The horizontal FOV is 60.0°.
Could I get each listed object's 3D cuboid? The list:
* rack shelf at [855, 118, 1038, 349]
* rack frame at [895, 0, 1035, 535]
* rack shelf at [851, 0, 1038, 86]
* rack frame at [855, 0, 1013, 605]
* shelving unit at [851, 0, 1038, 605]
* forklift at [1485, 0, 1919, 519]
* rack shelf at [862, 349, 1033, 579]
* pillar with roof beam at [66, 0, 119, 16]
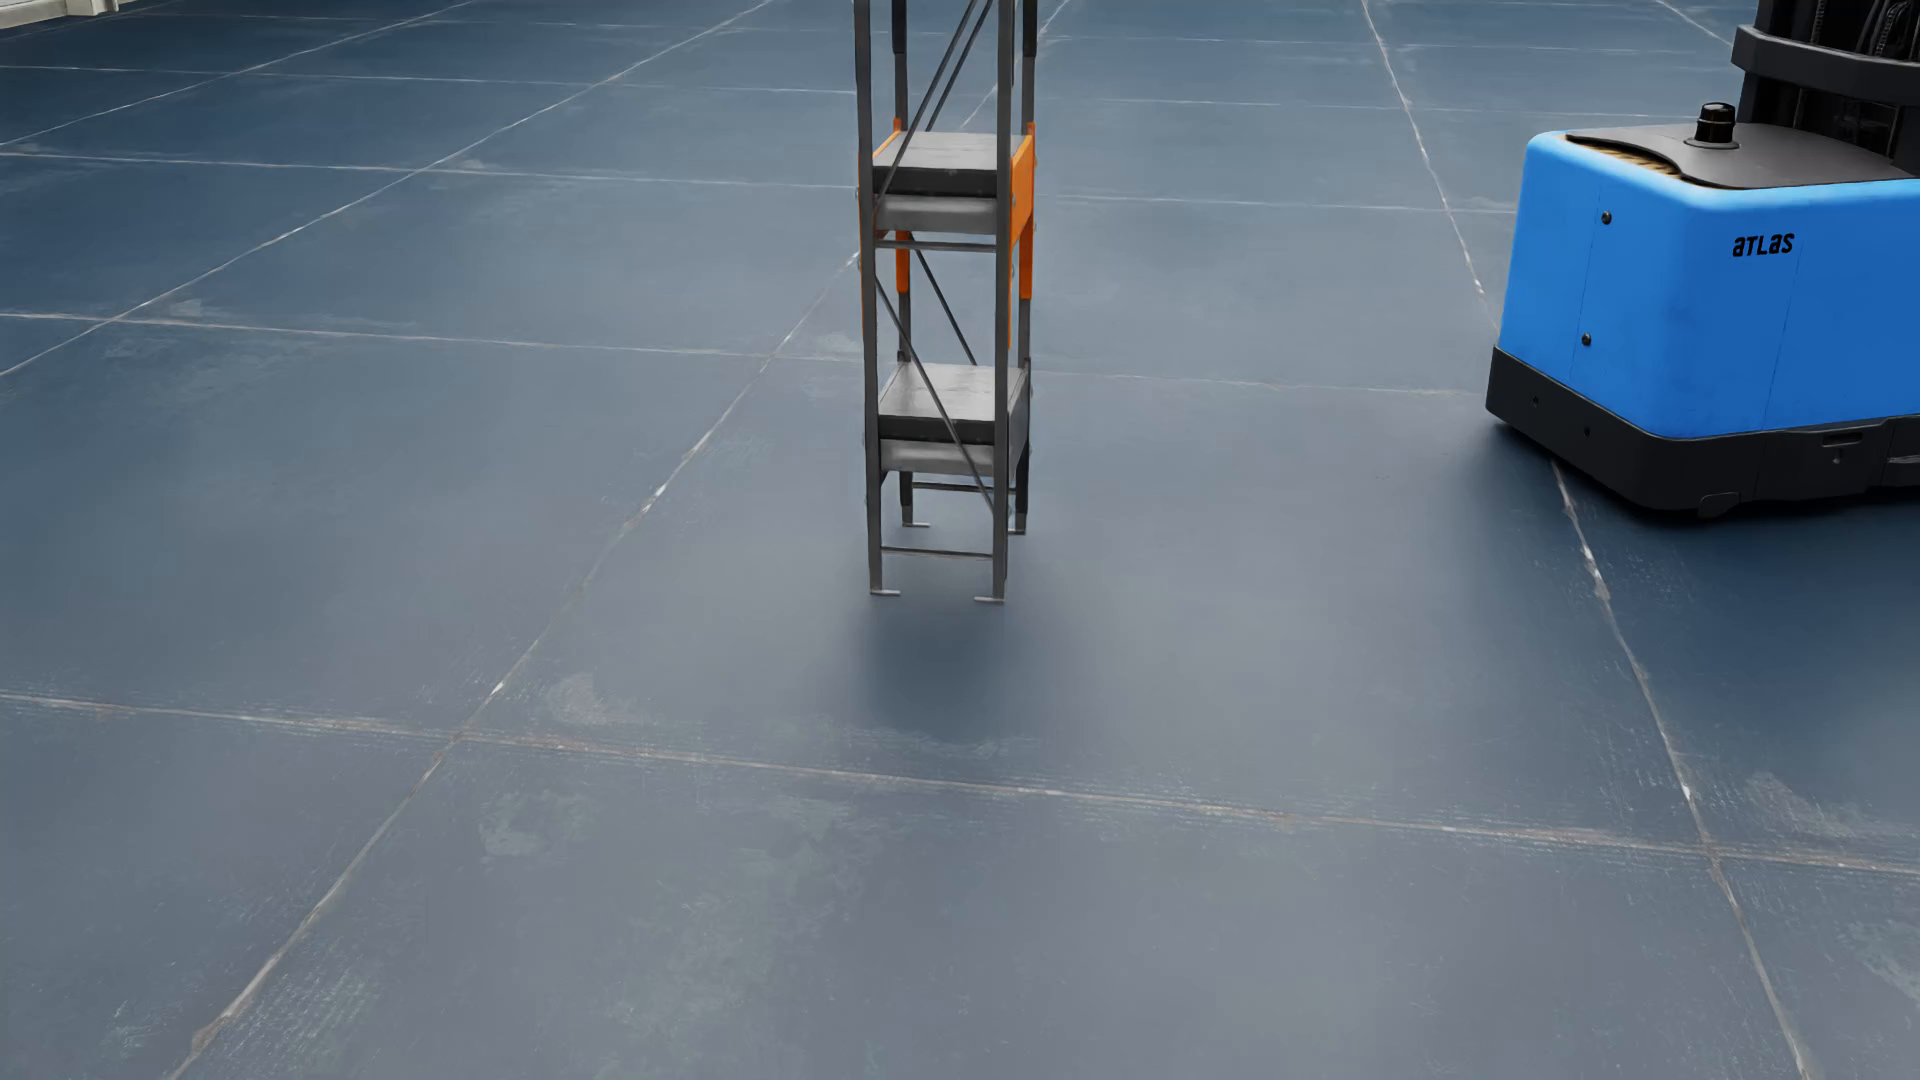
[{"bbox_3d":[-0.027,-0.869,4.663,0.431,0.518,0.480,4,25,9],"label":"rack shelf"},{"bbox_3d":[0.013,-0.984,4.875,0.400,2.100,0.015,4,25,9],"label":"rack frame"},{"bbox_3d":[-0.027,-1.503,4.366,0.431,0.518,0.480,4,25,9],"label":"rack shelf"},{"bbox_3d":[-0.067,-0.780,4.439,0.400,2.100,0.015,4,25,9],"label":"rack frame"},{"bbox_3d":[-0.027,-0.882,4.657,0.431,2.100,0.503,4,25,9],"label":"shelving unit"},{"bbox_3d":[3.507,-1.726,5.479,3.031,2.935,1.130,-6,26,-14],"label":"forklift"},{"bbox_3d":[-0.027,-0.235,4.959,0.431,0.518,0.480,4,25,9],"label":"rack shelf"},{"bbox_3d":[-4.248,-8.944,13.743,9.100,9.000,0.400,4,25,9],"label":"pillar with roof beam"}]
